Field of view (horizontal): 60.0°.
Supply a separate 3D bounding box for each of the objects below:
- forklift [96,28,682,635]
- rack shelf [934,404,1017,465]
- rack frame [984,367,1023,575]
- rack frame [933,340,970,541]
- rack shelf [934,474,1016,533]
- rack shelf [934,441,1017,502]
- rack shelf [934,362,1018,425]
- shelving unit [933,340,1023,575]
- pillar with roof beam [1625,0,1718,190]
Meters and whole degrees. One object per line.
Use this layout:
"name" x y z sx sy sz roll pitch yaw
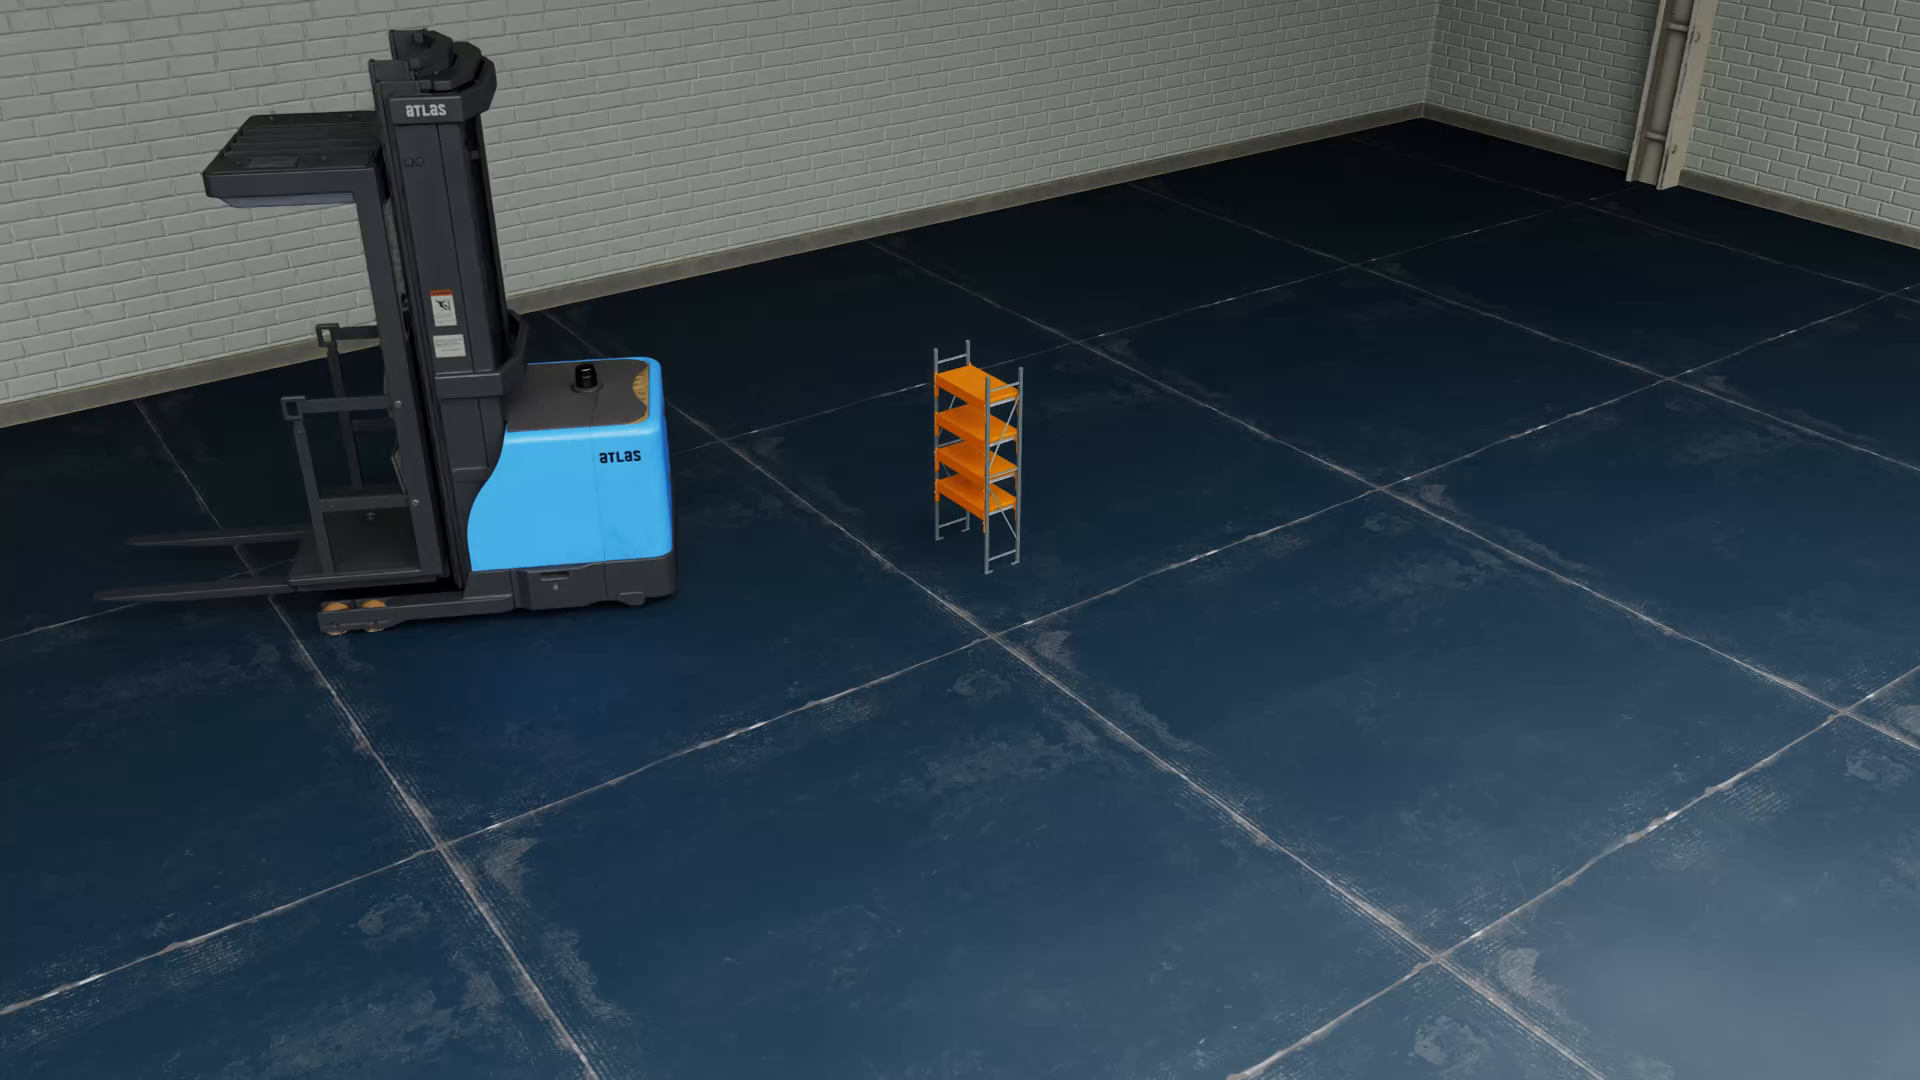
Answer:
"forklift" -3.093 -1.057 8.625 3.031 2.935 1.130 -4 29 -8
"rack shelf" 0.096 -0.600 9.270 0.258 0.148 0.480 -19 34 -31
"rack frame" 0.238 -0.368 9.170 0.240 1.200 0.015 -19 34 -31
"rack frame" -0.046 -0.558 9.520 0.240 1.200 0.015 -19 34 -31
"rack shelf" 0.096 -0.229 9.472 0.258 0.148 0.480 -19 34 -31
"rack shelf" 0.096 -0.404 9.377 0.258 0.148 0.480 -19 34 -31
"rack shelf" 0.096 -0.808 9.158 0.258 0.148 0.480 -19 34 -31
"shelving unit" 0.096 -0.463 9.345 0.258 1.200 0.503 -19 34 -31
"pillar with roof beam" 3.213 -6.235 11.801 9.100 9.000 0.400 -19 34 -31
